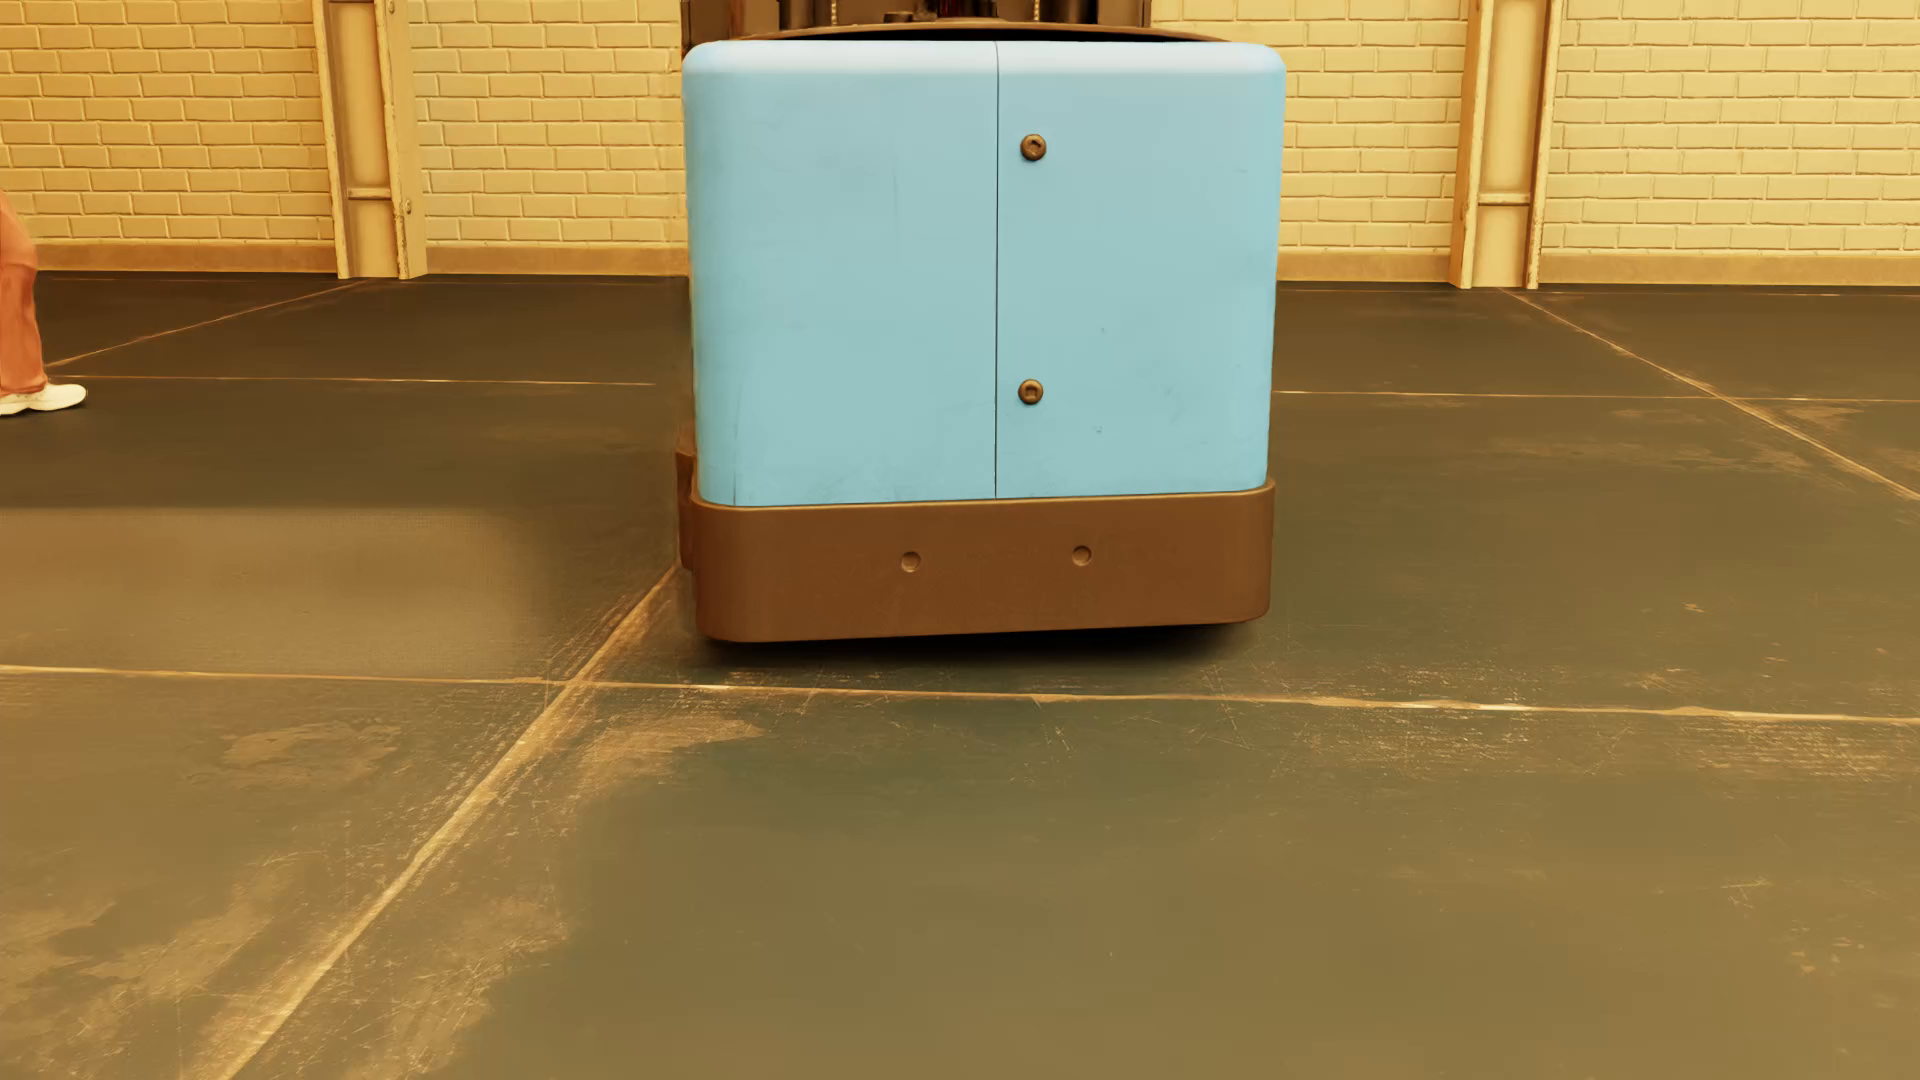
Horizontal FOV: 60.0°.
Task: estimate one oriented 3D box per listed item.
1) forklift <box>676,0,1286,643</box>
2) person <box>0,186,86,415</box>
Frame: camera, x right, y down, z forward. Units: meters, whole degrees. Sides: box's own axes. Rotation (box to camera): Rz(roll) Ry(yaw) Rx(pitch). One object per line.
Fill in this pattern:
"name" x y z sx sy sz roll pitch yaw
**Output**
"forklift" -0.132 -1.574 4.017 1.130 2.935 3.031 -2 15 -7
"person" -3.027 -1.127 4.853 0.381 1.644 0.796 0 15 -1
